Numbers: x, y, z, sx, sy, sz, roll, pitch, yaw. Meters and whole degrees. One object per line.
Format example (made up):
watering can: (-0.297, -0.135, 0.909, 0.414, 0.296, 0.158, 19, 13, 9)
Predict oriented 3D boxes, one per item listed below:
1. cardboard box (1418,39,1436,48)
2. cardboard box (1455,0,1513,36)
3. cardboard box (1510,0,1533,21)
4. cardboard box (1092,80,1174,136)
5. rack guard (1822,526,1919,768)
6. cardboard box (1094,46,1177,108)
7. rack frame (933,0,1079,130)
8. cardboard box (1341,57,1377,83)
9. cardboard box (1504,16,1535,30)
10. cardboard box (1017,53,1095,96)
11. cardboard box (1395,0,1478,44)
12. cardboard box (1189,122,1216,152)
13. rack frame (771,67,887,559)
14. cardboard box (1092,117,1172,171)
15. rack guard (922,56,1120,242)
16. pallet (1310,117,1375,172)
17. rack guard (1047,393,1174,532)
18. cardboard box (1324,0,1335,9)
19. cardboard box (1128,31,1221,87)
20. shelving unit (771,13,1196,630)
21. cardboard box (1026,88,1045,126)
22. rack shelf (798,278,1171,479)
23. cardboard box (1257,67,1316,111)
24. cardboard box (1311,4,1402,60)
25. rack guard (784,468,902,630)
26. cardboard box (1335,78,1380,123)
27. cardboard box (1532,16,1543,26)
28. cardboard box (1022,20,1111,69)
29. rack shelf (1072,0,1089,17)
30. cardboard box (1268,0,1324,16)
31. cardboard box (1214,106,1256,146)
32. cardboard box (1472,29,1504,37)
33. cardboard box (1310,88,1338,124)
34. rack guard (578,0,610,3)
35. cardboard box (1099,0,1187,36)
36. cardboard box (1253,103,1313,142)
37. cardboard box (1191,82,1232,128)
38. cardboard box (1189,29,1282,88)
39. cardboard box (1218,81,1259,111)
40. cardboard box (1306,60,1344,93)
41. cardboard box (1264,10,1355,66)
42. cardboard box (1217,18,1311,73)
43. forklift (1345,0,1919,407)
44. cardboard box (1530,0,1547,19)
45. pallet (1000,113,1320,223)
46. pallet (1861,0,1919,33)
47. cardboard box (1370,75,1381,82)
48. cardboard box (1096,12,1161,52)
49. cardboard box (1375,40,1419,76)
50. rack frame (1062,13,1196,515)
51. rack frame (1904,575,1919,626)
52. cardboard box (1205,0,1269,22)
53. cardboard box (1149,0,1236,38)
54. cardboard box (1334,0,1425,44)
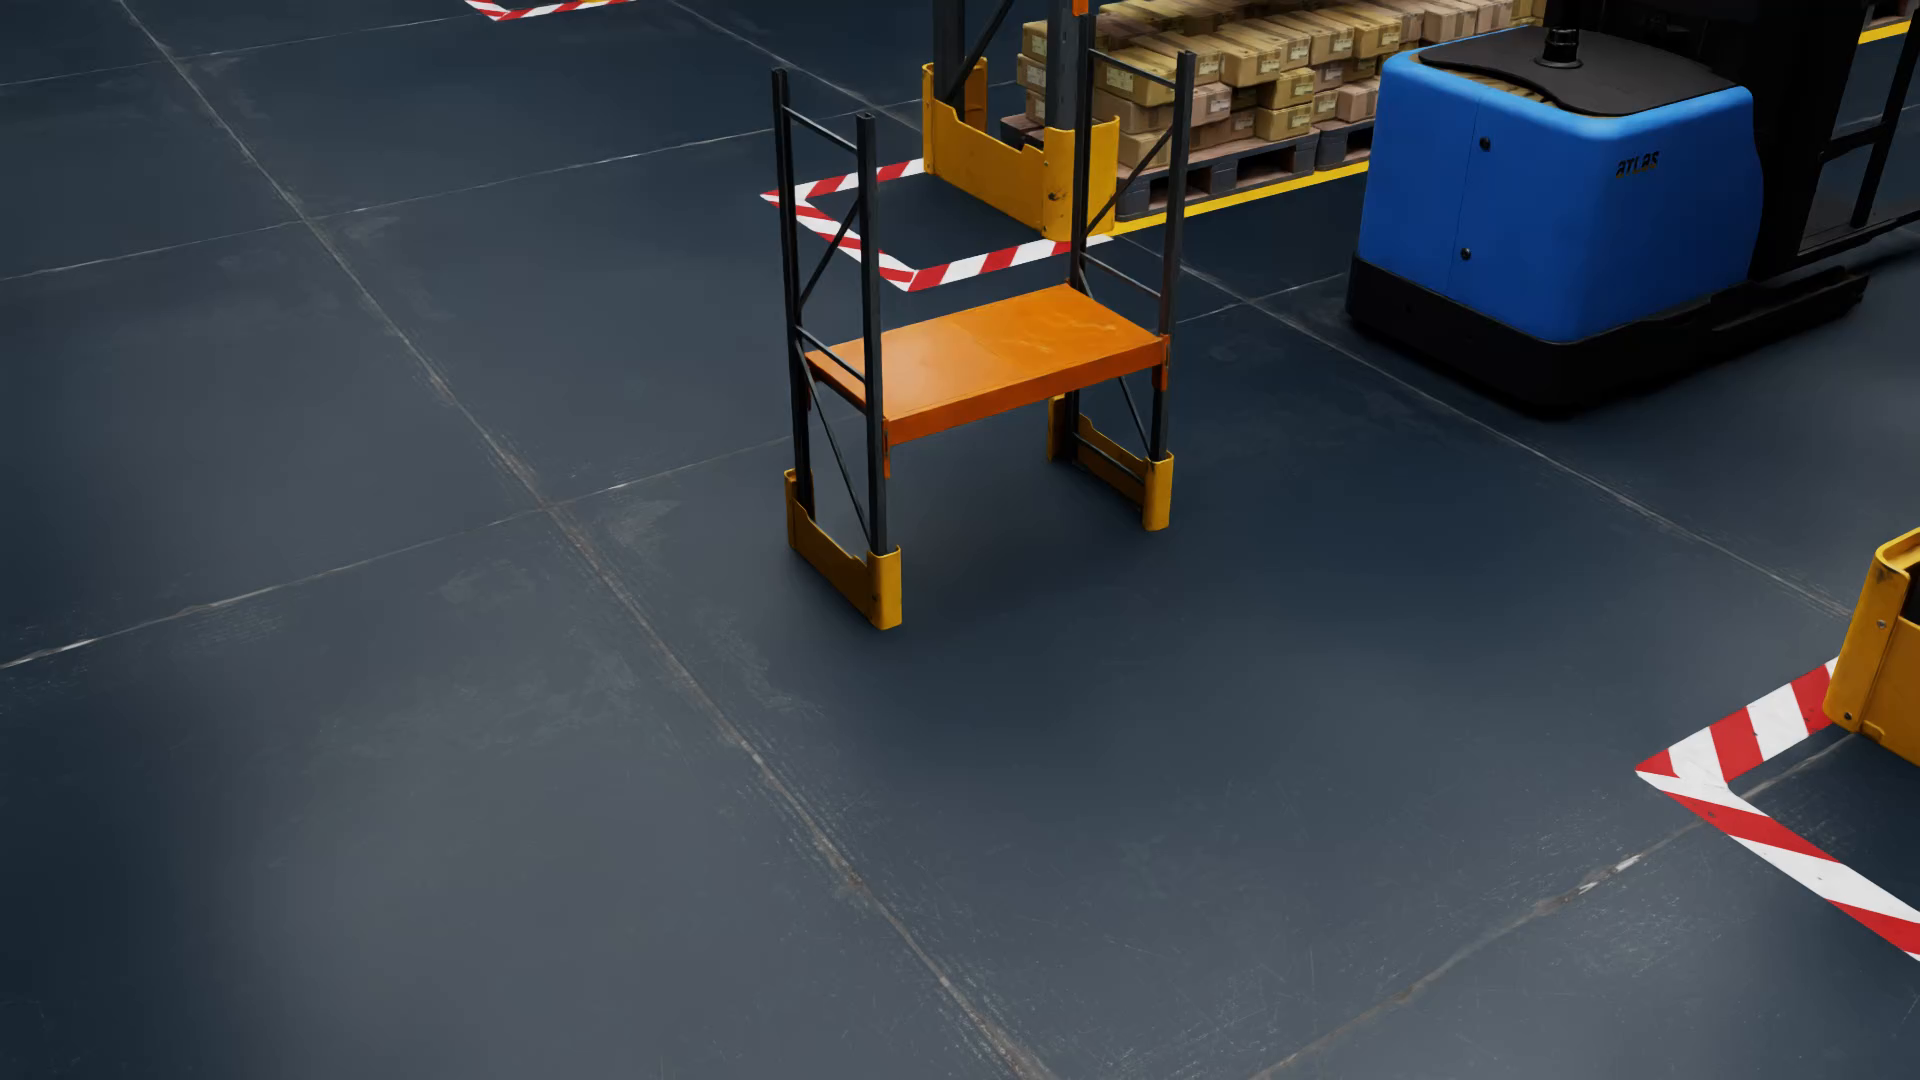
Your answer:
cardboard box: (2.323, -2.528, 8.447, 0.250, 0.149, 0.380, -21, 38, -29)
cardboard box: (2.561, -2.690, 8.424, 0.250, 0.149, 0.380, -21, 38, -30)
cardboard box: (2.739, -2.810, 8.614, 0.250, 0.149, 0.380, -18, 36, -26)
cardboard box: (0.773, -1.991, 7.594, 0.250, 0.149, 0.380, -17, 36, -25)
rack guard: (2.776, 0.461, 4.051, 0.348, 0.500, 1.175, -19, 37, -27)
cardboard box: (0.818, -2.079, 7.456, 0.250, 0.149, 0.380, -21, 38, -29)
rack frame: (0.194, -2.857, 6.967, 0.127, 3.000, 1.000, -19, 37, -27)
cardboard box: (1.843, -2.397, 8.238, 0.250, 0.149, 0.380, -17, 36, -25)
cardboard box: (2.763, -2.679, 8.686, 0.250, 0.149, 0.380, -19, 37, -27)
cardboard box: (0.483, -2.235, 7.981, 0.250, 0.149, 0.380, -20, 37, -29)
cardboard box: (2.341, -2.607, 8.292, 0.250, 0.149, 0.380, -20, 38, -29)
cardboard box: (0.983, -1.949, 7.806, 0.250, 0.149, 0.380, -19, 37, -27)
rack frame: (-0.356, -0.512, 4.656, 0.032, 1.500, 0.500, -19, 37, -27)
cardboard box: (0.807, -1.836, 7.628, 0.250, 0.149, 0.380, -18, 37, -26)
rack guard: (0.258, -1.821, 7.669, 0.348, 0.500, 1.175, -19, 37, -27)
pallet: (1.984, -2.269, 8.649, 1.213, 0.211, 1.003, -19, 37, -27)
rack guard: (0.483, -0.272, 5.446, 0.087, 0.250, 0.587, -19, 37, -27)
cardboard box: (1.827, -2.789, 8.581, 0.250, 0.149, 0.380, -19, 37, -27)
cardboard box: (0.985, -2.213, 7.667, 0.250, 0.149, 0.380, -18, 37, -26)
shelving unit: (0.064, -0.656, 4.885, 1.083, 1.500, 0.587, -19, 37, -27)
cardboard box: (0.523, -2.074, 8.005, 0.250, 0.149, 0.380, -18, 37, -26)
rack shelf: (0.072, -0.507, 4.985, 1.000, 0.185, 0.538, -19, 37, -27)
cardboard box: (1.466, -2.180, 7.895, 0.250, 0.149, 0.380, -18, 36, -26)
cardboard box: (1.914, -2.469, 8.073, 0.250, 0.149, 0.380, -18, 37, -27)
rack guard: (-0.355, 0.016, 4.990, 0.087, 0.250, 0.587, -19, 37, -27)
cardboard box: (1.882, -2.198, 8.201, 0.250, 0.149, 0.380, -21, 38, -30)
cardboard box: (3.027, -2.708, 8.731, 0.250, 0.149, 0.380, -20, 38, -29)
cardboard box: (0.501, -2.347, 7.880, 0.250, 0.149, 0.380, -19, 37, -27)
rack shelf: (1.875, -3.131, 8.076, 4.000, 0.370, 1.077, -19, 37, -27)
cardboard box: (1.622, -2.701, 8.441, 0.250, 0.149, 0.380, -20, 38, -29)
cardboard box: (1.188, -2.024, 7.925, 0.250, 0.149, 0.380, -19, 37, -27)
cardboard box: (2.559, -2.597, 8.555, 0.250, 0.149, 0.380, -18, 36, -26)
cardboard box: (1.625, -2.165, 8.149, 0.250, 0.149, 0.380, -19, 37, -27)
rack guard: (-2.593, -3.983, 11.096, 0.348, 0.500, 1.175, -19, 37, -27)
cardboard box: (0.892, -2.526, 8.163, 0.250, 0.149, 0.380, -20, 37, -28)
cardboard box: (1.462, -2.048, 7.964, 0.250, 0.149, 0.380, -18, 37, -27)
cardboard box: (1.034, -2.045, 7.679, 0.250, 0.149, 0.380, -19, 37, -27)
cardboard box: (1.266, -2.228, 7.692, 0.250, 0.149, 0.380, -19, 37, -27)
cardboard box: (1.192, -2.155, 7.854, 0.250, 0.149, 0.380, -18, 37, -27)
cardboard box: (1.638, -2.300, 8.084, 0.250, 0.149, 0.380, -21, 38, -29)
cardboard box: (1.668, -2.413, 7.985, 0.250, 0.149, 0.380, -17, 36, -25)
cardboard box: (1.429, -2.337, 7.864, 0.250, 0.149, 0.380, -21, 38, -30)
forklift: (3.029, -2.307, 6.160, 3.031, 2.935, 1.130, -19, 37, -28)
cardboard box: (2.999, -2.850, 8.677, 0.250, 0.149, 0.380, -19, 37, -28)
pallet: (0.960, -1.918, 8.093, 1.213, 0.211, 1.003, -19, 37, -27)
pallet: (5.236, -3.414, 10.464, 1.213, 0.211, 1.003, -19, 37, -27)
cardboard box: (2.100, -2.290, 8.347, 0.250, 0.149, 0.380, -19, 37, -27)
cardboard box: (0.744, -2.394, 7.954, 0.250, 0.149, 0.380, -18, 37, -26)
cardboard box: (2.076, -2.470, 8.354, 0.250, 0.149, 0.380, -17, 36, -25)
rack frame: (0.499, -0.806, 5.122, 0.032, 1.500, 0.500, -19, 37, -27)
rack frame: (2.796, -0.603, 3.395, 0.127, 3.000, 1.000, -19, 37, -27)
cardboard box: (1.340, -2.675, 8.399, 0.250, 0.149, 0.380, -18, 36, -26)
cardboard box: (1.144, -2.572, 8.237, 0.250, 0.149, 0.380, -21, 38, -29)
cardboard box: (2.073, -2.584, 8.256, 0.250, 0.149, 0.380, -19, 37, -27)
